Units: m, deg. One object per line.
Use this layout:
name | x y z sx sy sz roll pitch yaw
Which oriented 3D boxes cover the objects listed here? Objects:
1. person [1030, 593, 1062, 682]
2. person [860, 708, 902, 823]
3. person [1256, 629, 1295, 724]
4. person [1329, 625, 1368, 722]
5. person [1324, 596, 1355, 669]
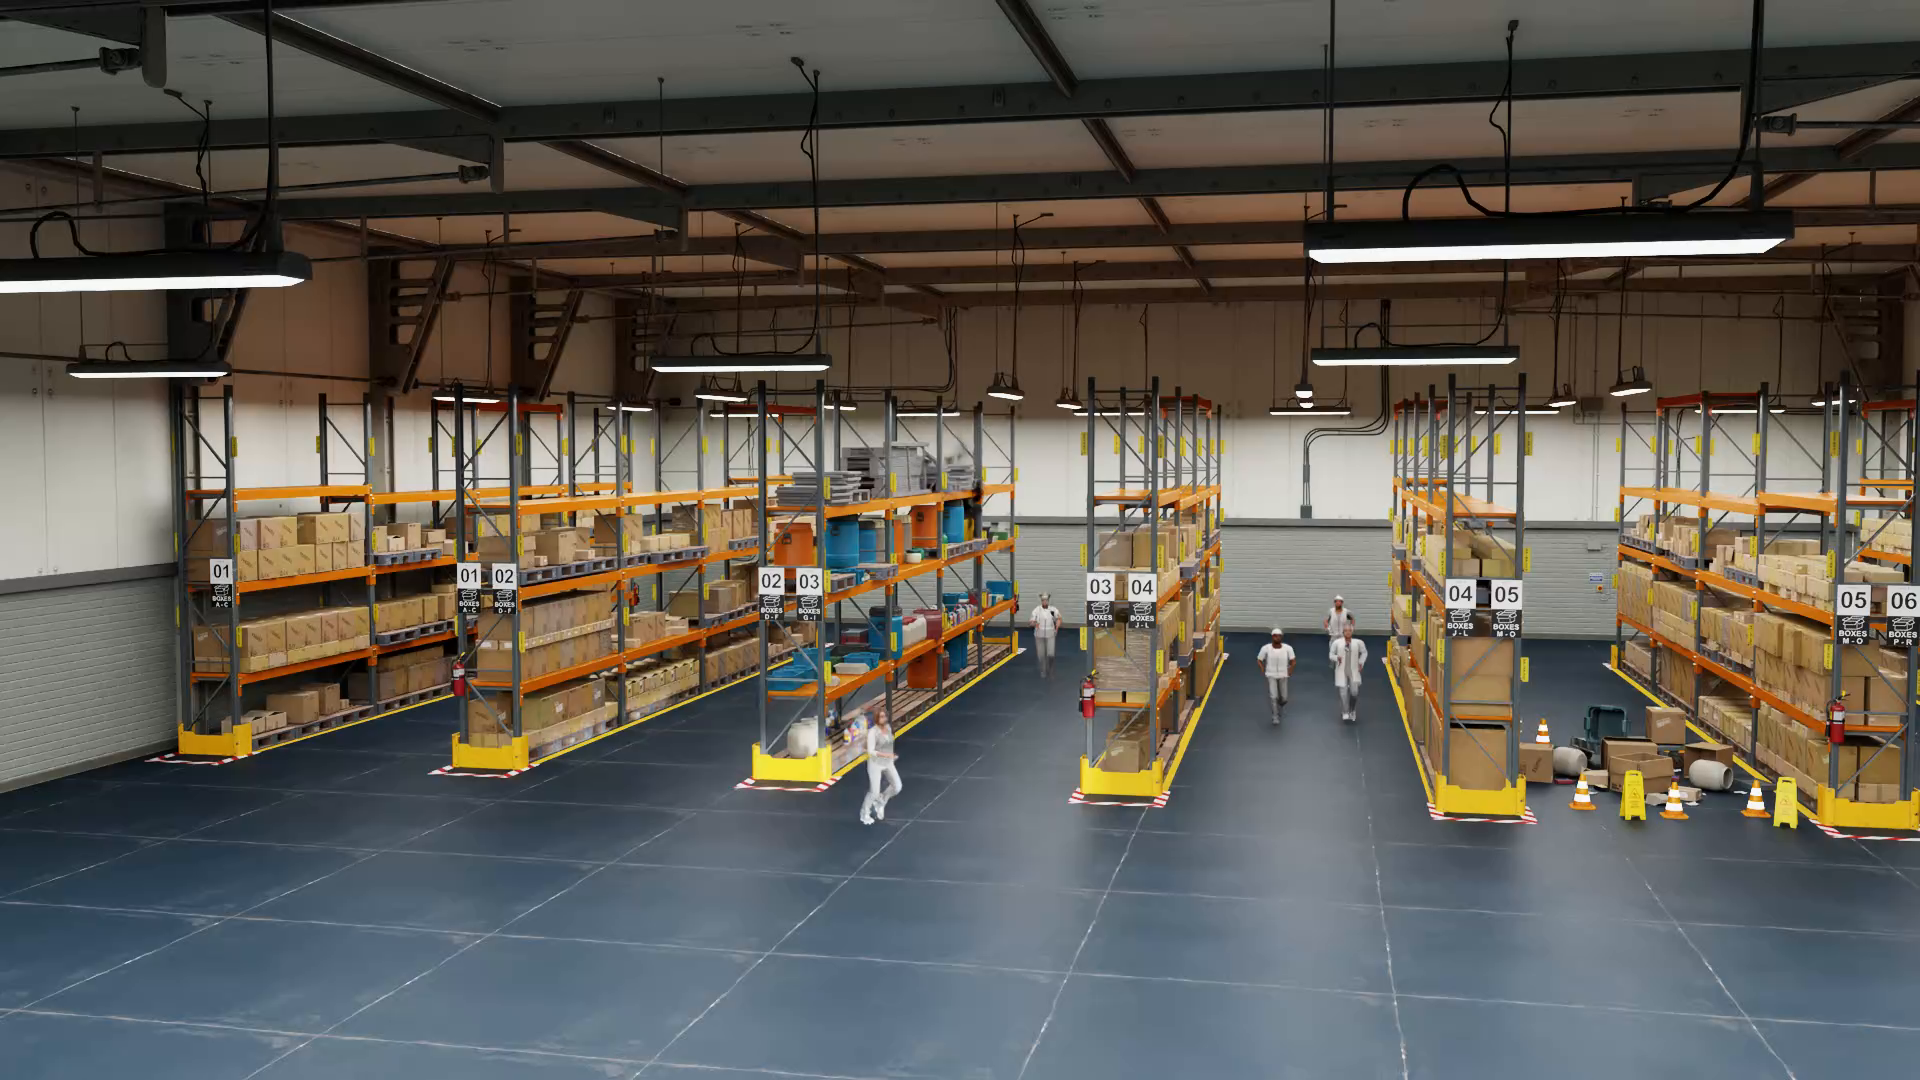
person | 1.737 1.978 33.677 0.640 1.832 0.644 0 3 4
person | -1.018 2.984 21.907 0.560 1.549 0.734 -3 4 -42
person | 5.721 2.461 30.073 0.700 1.716 0.591 0 3 5
person | 7.054 2.435 30.210 0.694 1.765 0.663 1 3 13
person | 8.269 2.099 36.267 0.664 1.779 0.874 1 3 14
